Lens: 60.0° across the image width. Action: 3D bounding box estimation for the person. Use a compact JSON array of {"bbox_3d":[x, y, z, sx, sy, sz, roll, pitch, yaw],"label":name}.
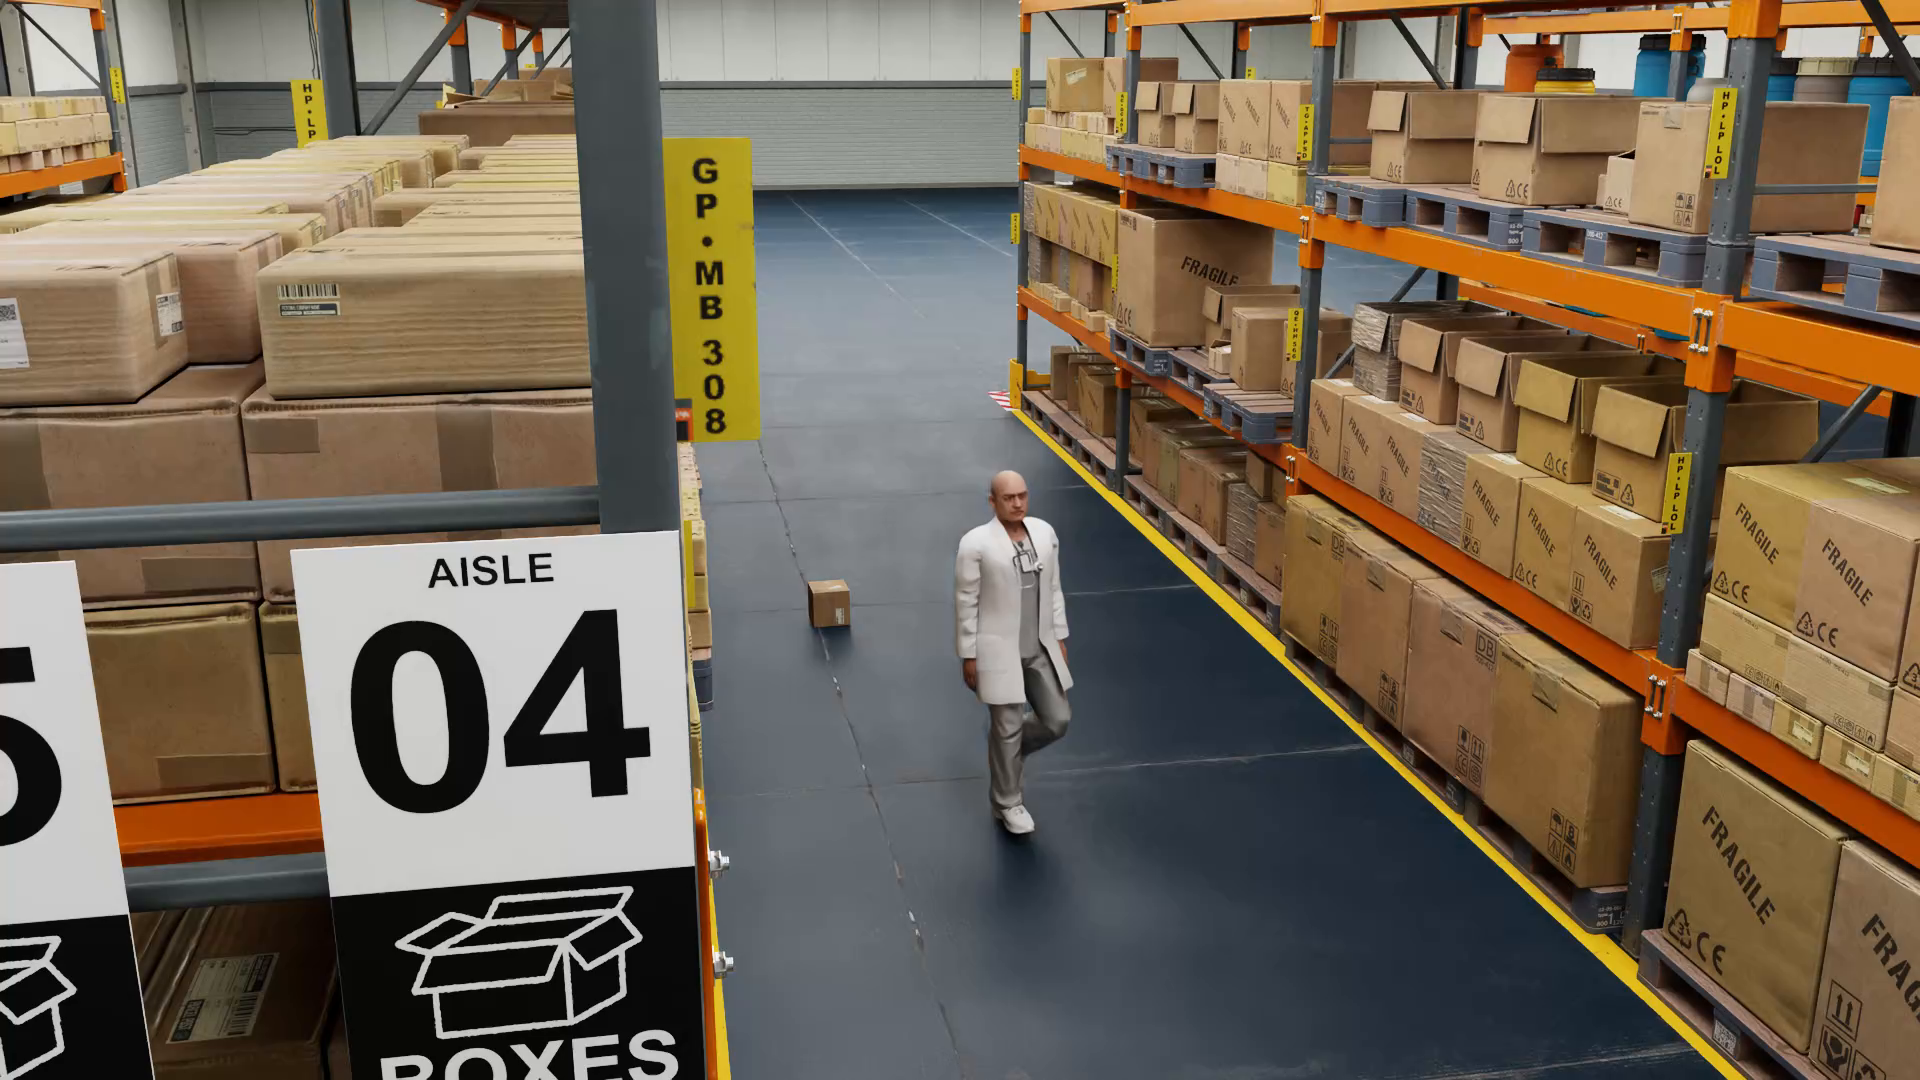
[{"bbox_3d":[0.259,0.524,8.137,0.610,1.767,0.600,-9,18,-28],"label":"person"}]
